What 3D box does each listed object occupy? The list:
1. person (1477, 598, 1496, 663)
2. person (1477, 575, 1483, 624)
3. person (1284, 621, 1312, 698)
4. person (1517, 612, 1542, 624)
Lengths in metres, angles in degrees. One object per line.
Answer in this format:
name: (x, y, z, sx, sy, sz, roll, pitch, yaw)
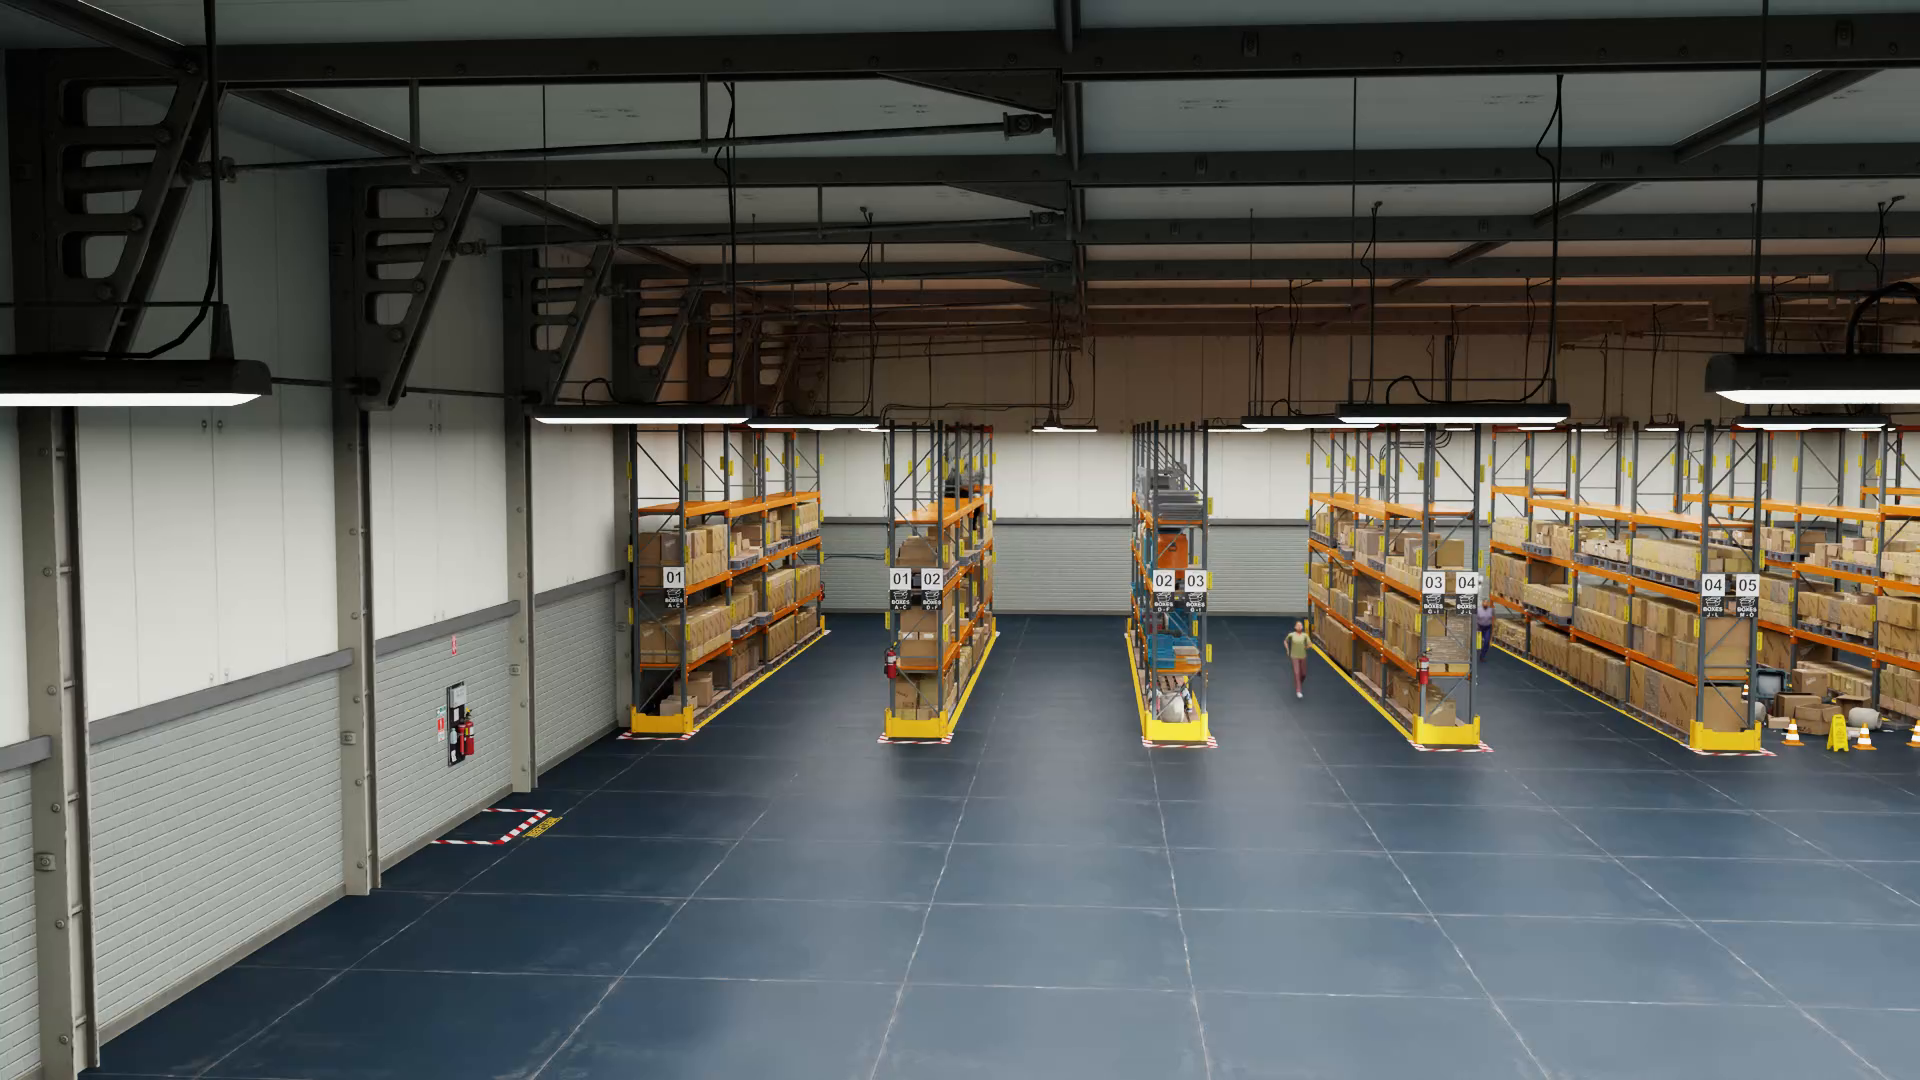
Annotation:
person: (13.243, 2.282, 42.079, 0.624, 1.593, 0.547, 0, 4, -1)
person: (14.685, 1.869, 47.667, 0.571, 1.726, 0.786, 1, 4, 11)
person: (7.409, 2.583, 36.410, 0.586, 1.645, 0.914, 0, 4, 0)
person: (16.130, 1.828, 47.172, 0.897, 1.819, 0.671, 0, 4, -4)
